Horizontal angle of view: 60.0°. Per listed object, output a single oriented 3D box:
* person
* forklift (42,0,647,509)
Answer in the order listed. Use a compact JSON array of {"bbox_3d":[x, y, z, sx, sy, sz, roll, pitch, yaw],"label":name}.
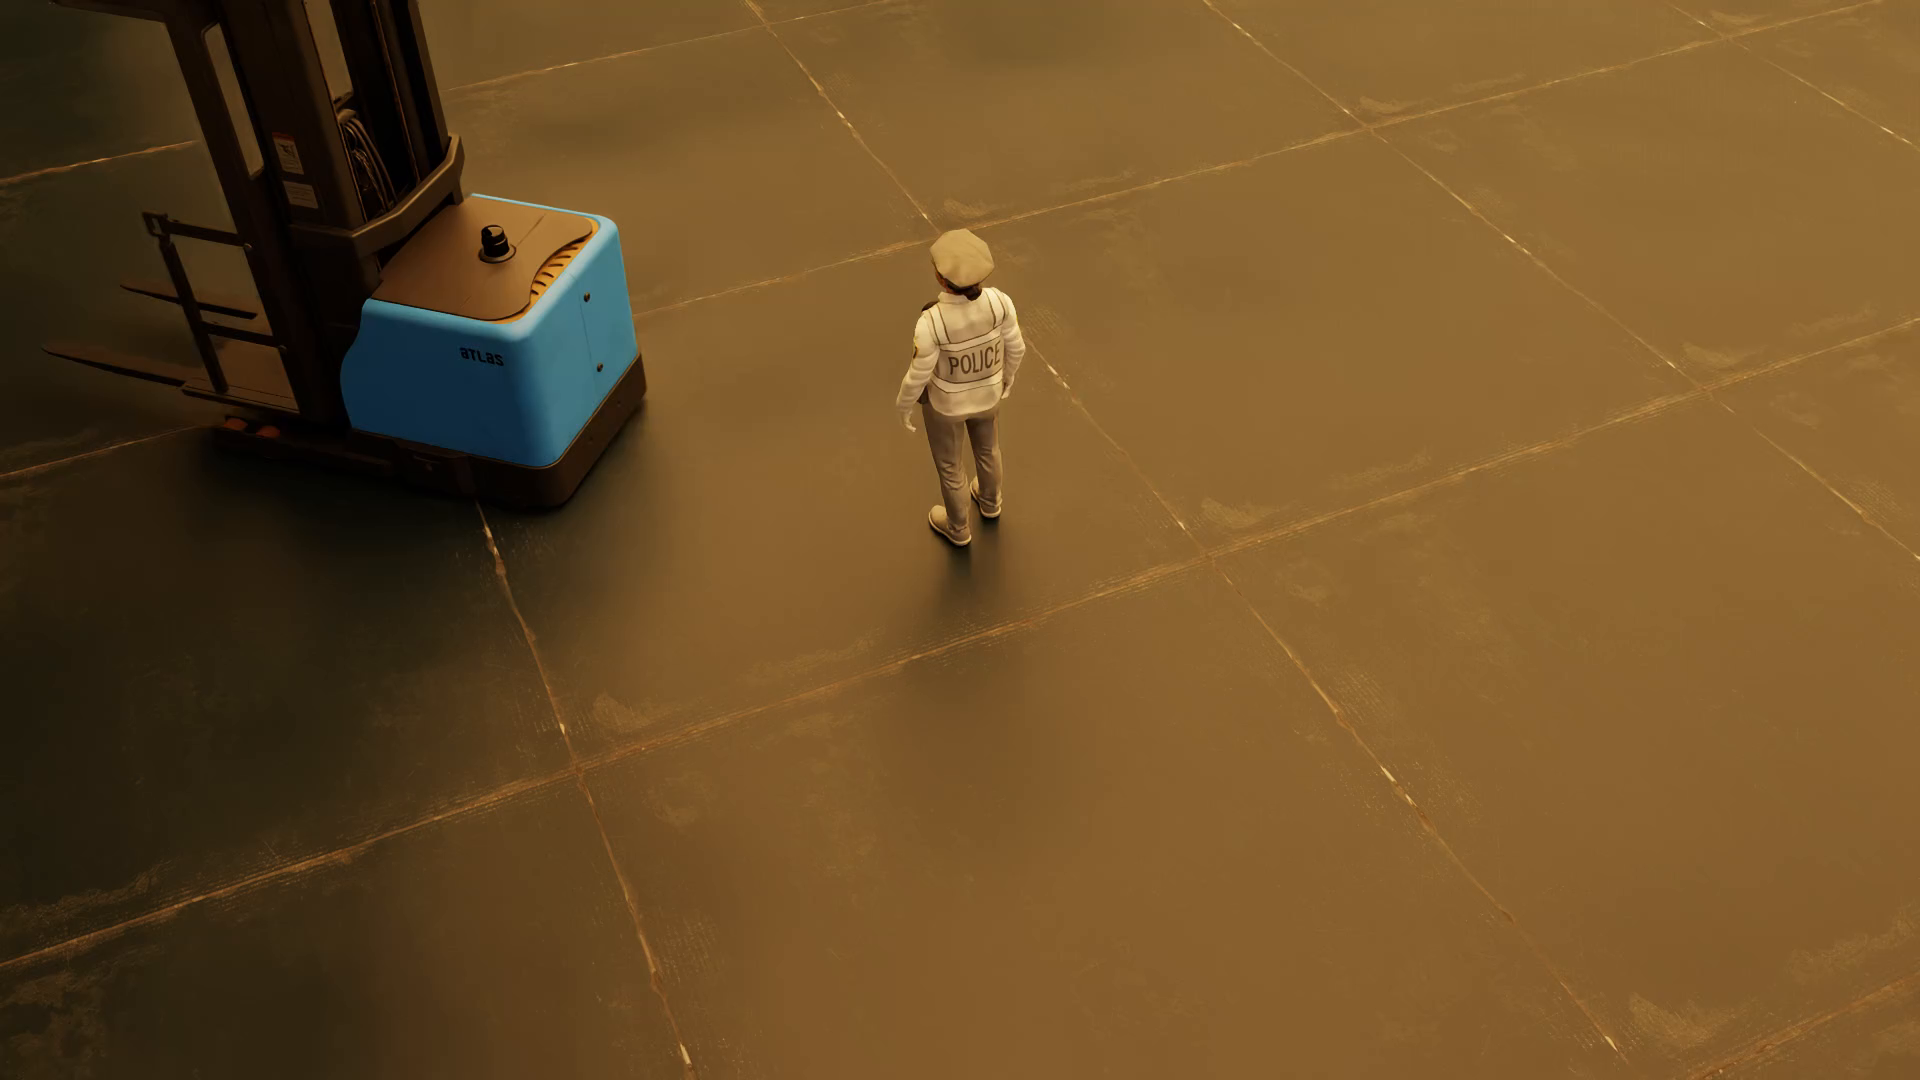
[{"bbox_3d":[-0.022,-0.669,7.293,0.586,1.694,0.532,-18,46,-18],"label":"person"},{"bbox_3d":[-3.186,-1.804,7.614,3.031,2.935,1.130,12,44,13],"label":"forklift"}]
